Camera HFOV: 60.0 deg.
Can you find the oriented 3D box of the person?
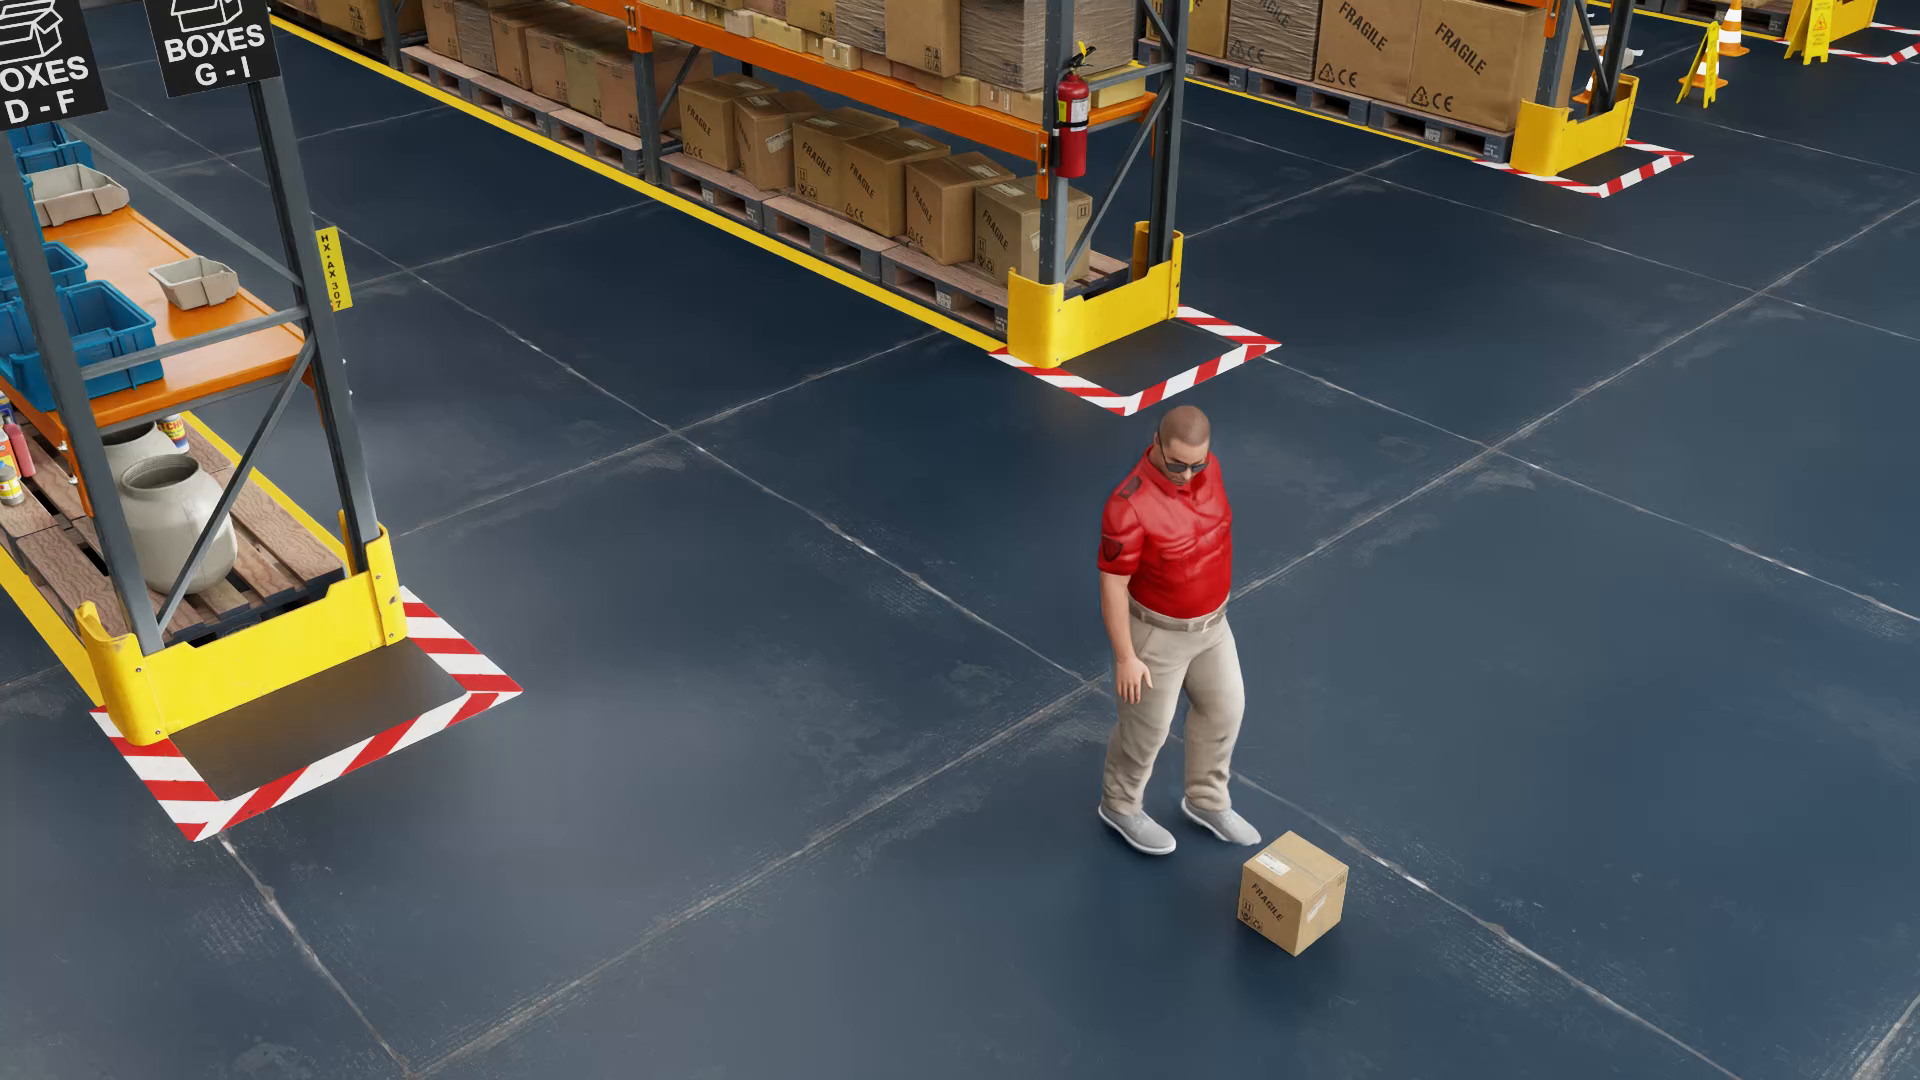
[{"bbox_3d":[0.754,0.365,5.590,0.500,1.784,0.577,27,41,37],"label":"person"}]
